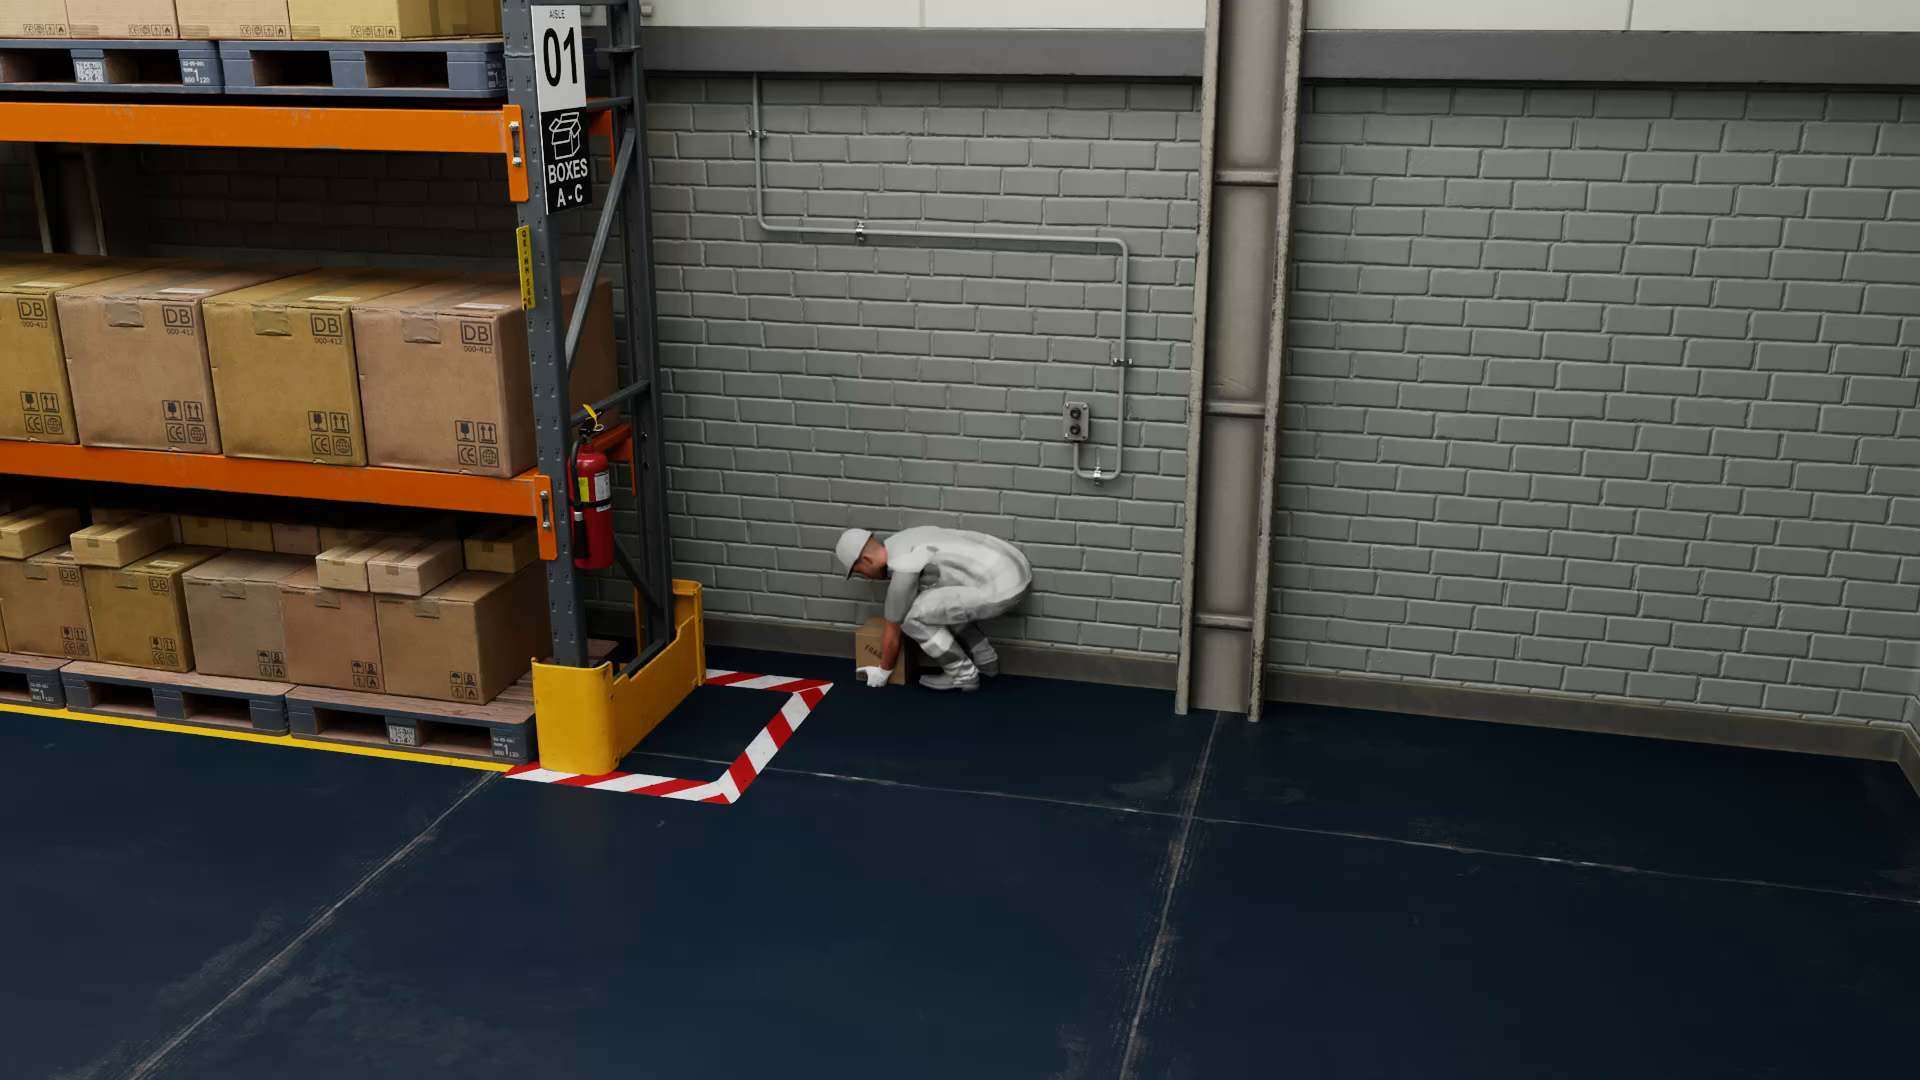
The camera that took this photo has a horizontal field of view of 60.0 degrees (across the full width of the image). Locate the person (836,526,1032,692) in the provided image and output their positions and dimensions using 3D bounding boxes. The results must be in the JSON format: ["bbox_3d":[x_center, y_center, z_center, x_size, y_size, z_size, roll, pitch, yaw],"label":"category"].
[{"bbox_3d":[-0.131,0.332,8.167,0.956,0.805,0.529,4,19,13],"label":"person"}]
